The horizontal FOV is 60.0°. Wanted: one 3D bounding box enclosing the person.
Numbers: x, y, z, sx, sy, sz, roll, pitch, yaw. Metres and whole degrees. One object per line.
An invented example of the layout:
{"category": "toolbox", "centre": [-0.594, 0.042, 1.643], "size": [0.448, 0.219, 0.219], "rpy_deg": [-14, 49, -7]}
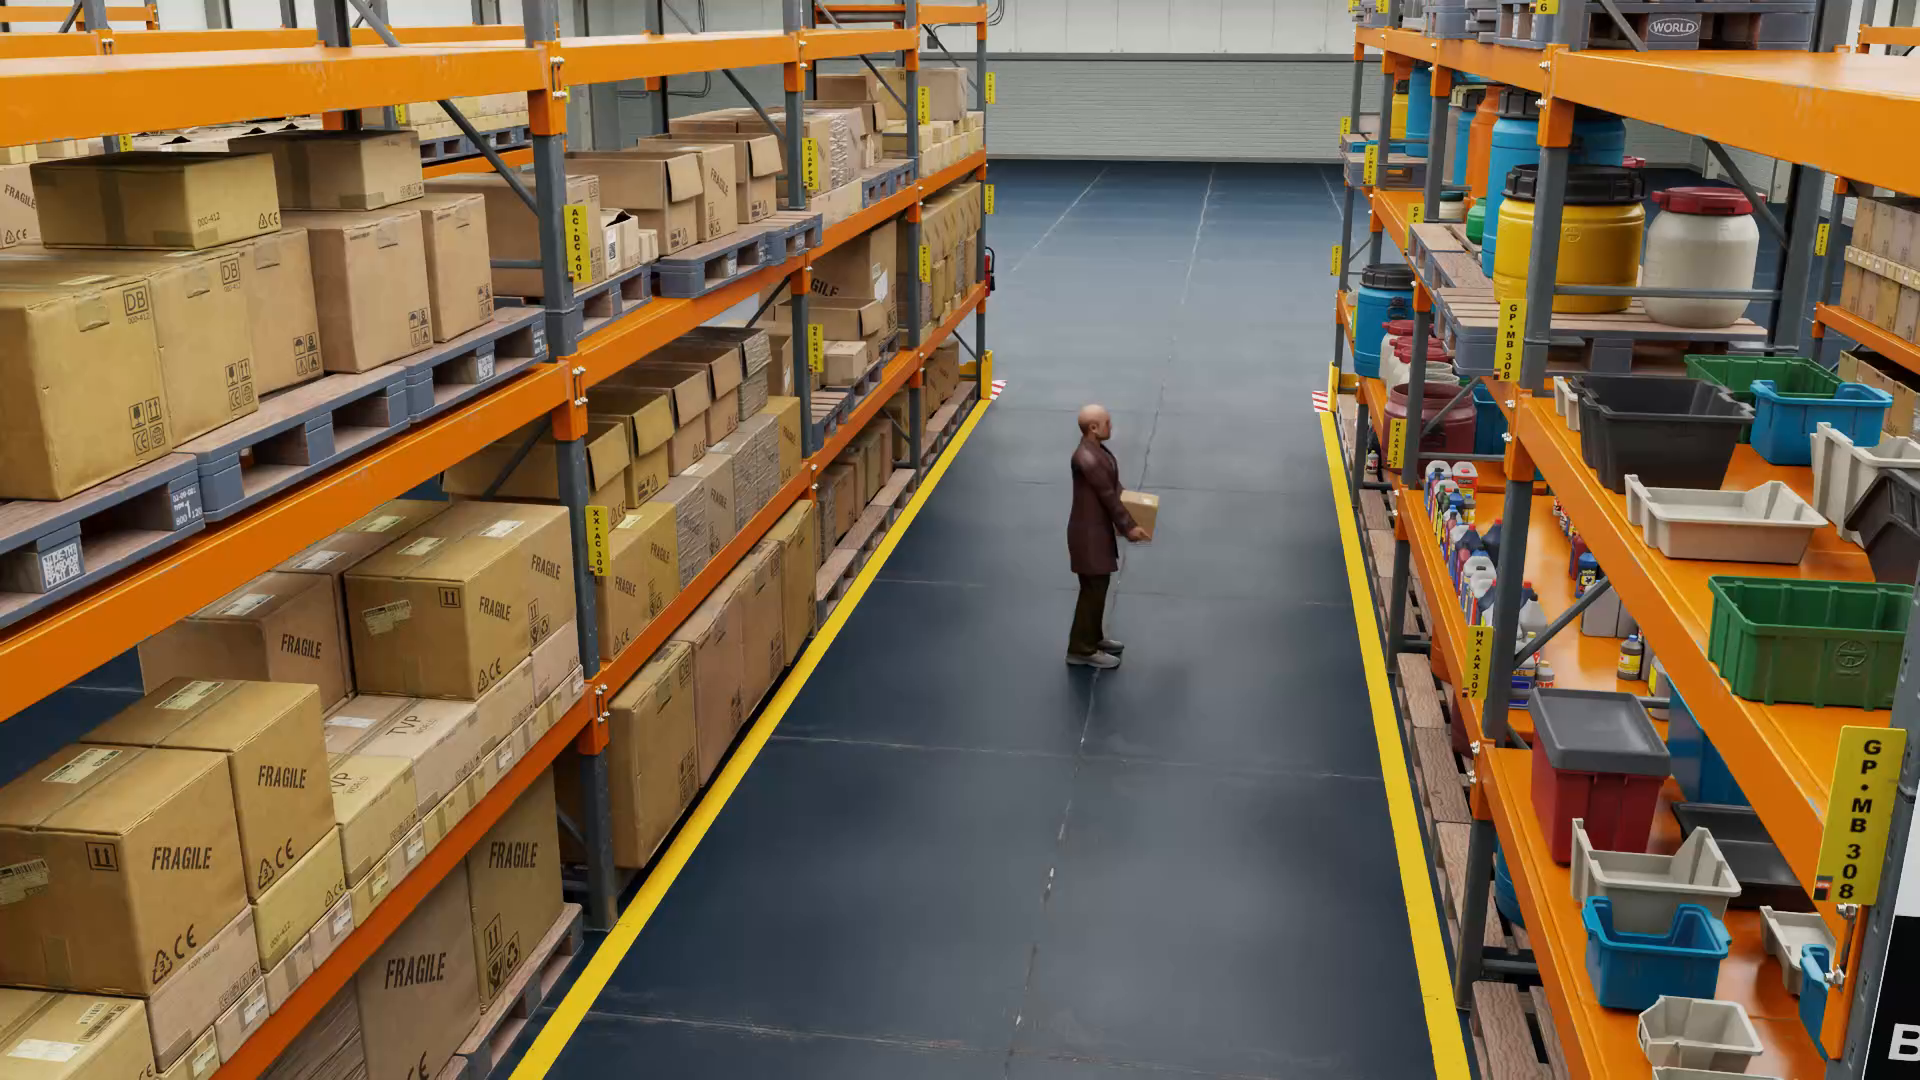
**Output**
{"category": "person", "centre": [0.999, -0.032, 11.183], "size": [0.551, 1.780, 0.526], "rpy_deg": [3, 18, 8]}
